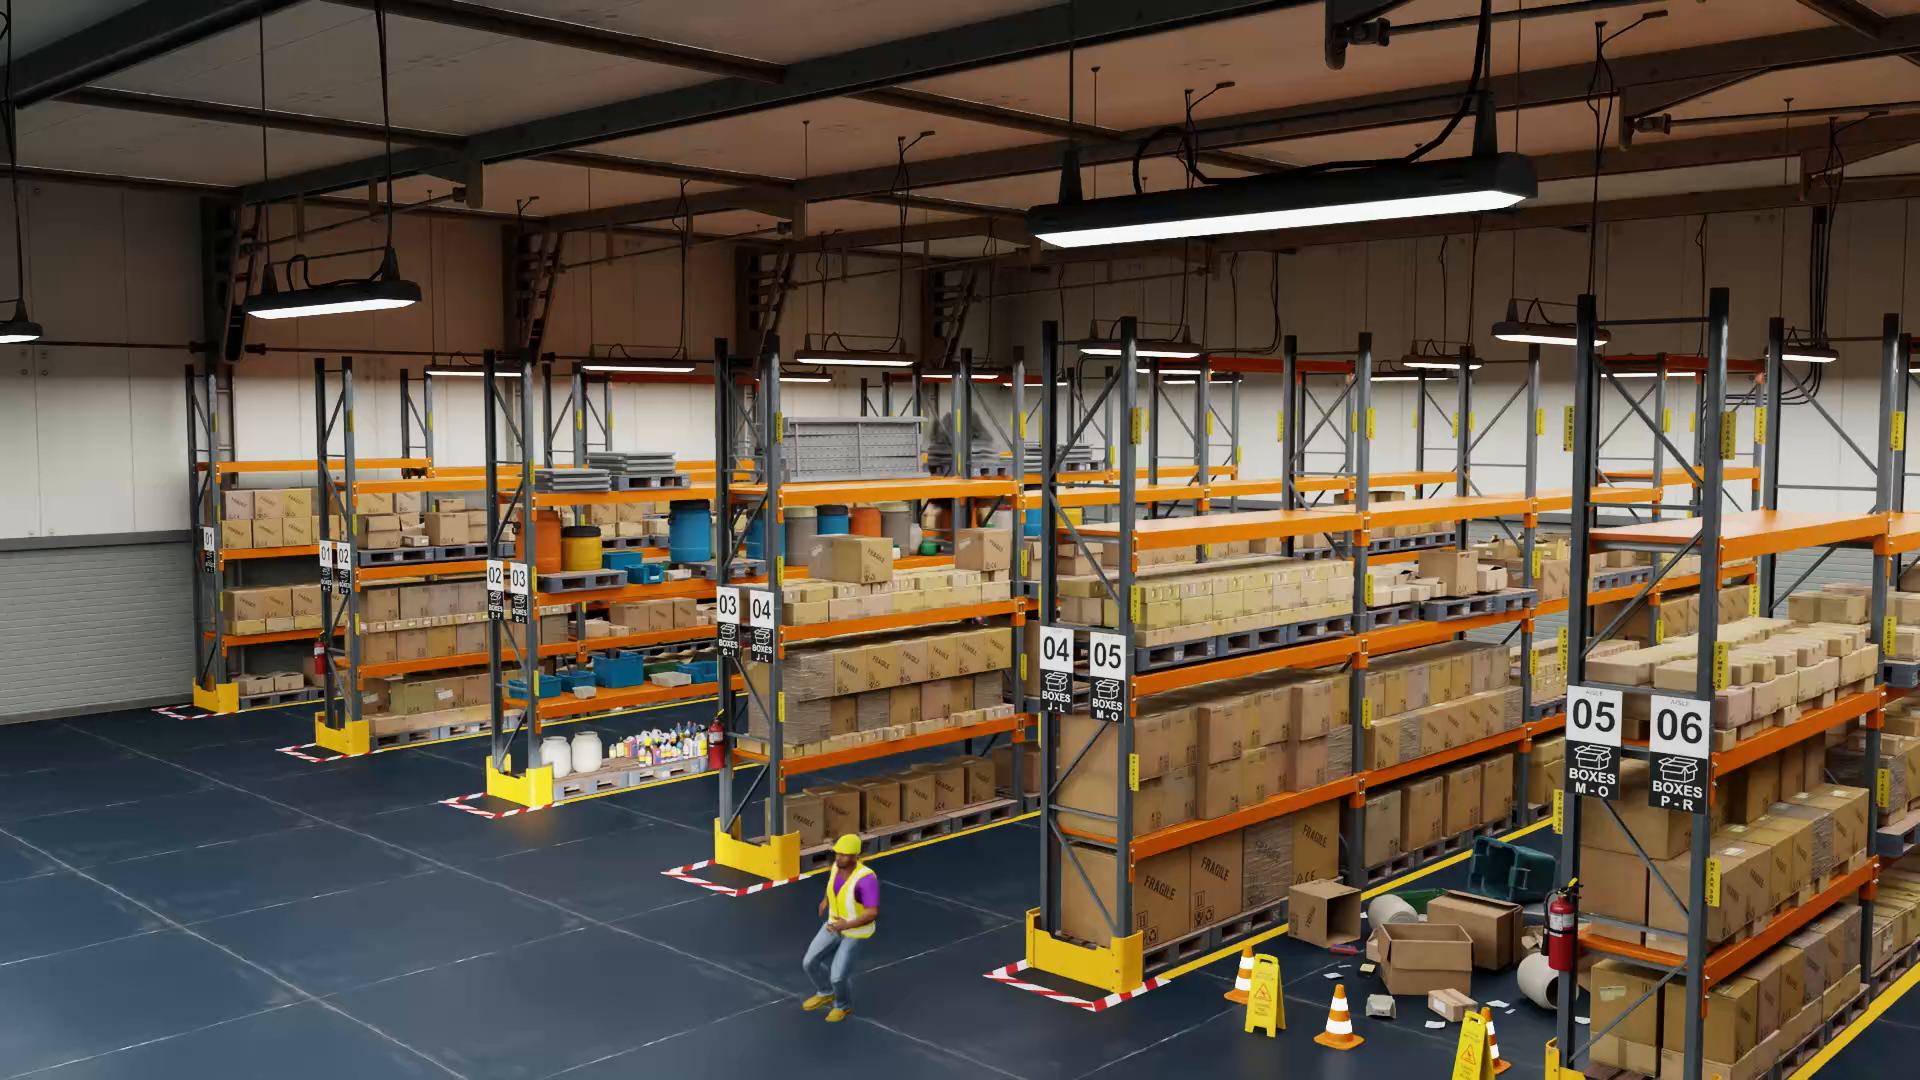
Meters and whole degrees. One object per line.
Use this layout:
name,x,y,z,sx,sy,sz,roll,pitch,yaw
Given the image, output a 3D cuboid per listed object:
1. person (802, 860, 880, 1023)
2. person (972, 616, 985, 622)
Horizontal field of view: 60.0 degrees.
person,-0.982,3.394,14.025,0.828,1.452,0.516,3,5,35
person,0.377,1.575,32.510,0.658,0.801,0.899,2,5,29
